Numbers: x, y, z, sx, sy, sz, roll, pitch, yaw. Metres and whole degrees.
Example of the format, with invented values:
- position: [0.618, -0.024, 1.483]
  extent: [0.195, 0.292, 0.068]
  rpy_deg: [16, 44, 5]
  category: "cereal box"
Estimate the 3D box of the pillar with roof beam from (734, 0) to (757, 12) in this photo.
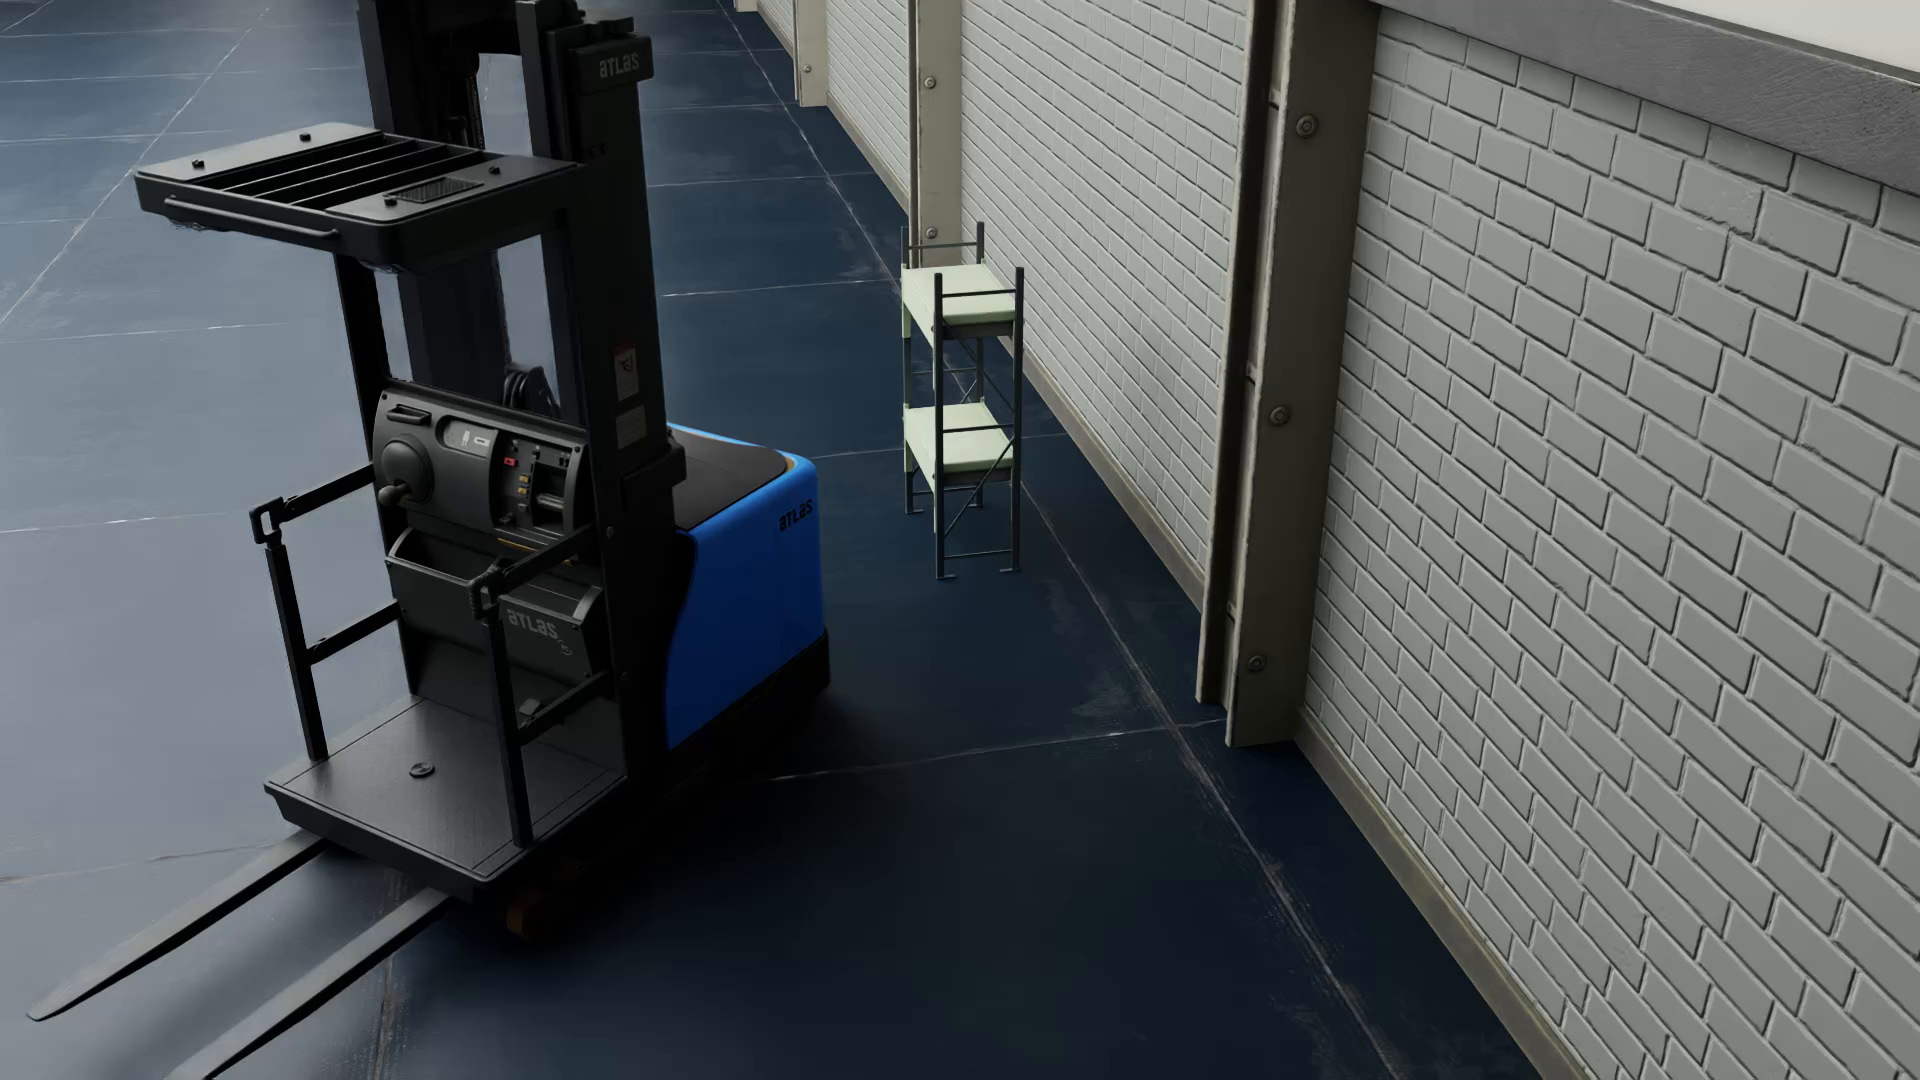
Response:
- position: [-7.073, -10.758, 19.577]
  extent: [9.100, 9.000, 0.400]
  rpy_deg: [-6, 27, -12]
  category: "pillar with roof beam"

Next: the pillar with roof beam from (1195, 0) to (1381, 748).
- position: [-3.017, -2.856, 3.921]
  extent: [9.100, 9.000, 0.400]
  rpy_deg: [-6, 27, -12]
  category: "pillar with roof beam"

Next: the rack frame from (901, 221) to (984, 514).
- position: [-0.081, -0.827, 8.225]
  extent: [0.400, 1.500, 0.023]
  rpy_deg: [-6, 27, -12]
  category: "rack frame"

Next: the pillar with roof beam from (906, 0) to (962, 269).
- position: [-4.369, -5.490, 9.140]
  extent: [9.100, 9.000, 0.400]
  rpy_deg: [-6, 27, -12]
  category: "pillar with roof beam"

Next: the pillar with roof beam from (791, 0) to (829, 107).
- position: [-5.721, -8.124, 14.358]
  extent: [9.100, 9.000, 0.400]
  rpy_deg: [-6, 27, -12]
  category: "pillar with roof beam"

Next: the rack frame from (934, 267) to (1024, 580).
- position: [0.084, -0.506, 7.588]
  extent: [0.400, 1.500, 0.023]
  rpy_deg: [-6, 27, -12]
  category: "rack frame"

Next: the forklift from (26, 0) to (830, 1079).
- position: [-1.726, -0.206, 5.405]
  extent: [1.130, 2.935, 3.031]
  rpy_deg: [15, 30, 27]
  category: "forklift"

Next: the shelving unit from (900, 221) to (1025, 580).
- position: [0.002, -0.667, 7.906]
  extent: [0.431, 1.500, 0.755]
  rpy_deg: [-6, 27, -12]
  category: "shelving unit"

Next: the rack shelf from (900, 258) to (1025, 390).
- position: [0.002, -1.015, 7.730]
  extent: [0.431, 0.370, 0.720]
  rpy_deg: [-6, 27, -12]
  category: "rack shelf"

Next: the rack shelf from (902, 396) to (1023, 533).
- position: [0.002, -0.376, 8.053]
  extent: [0.431, 0.370, 0.720]
  rpy_deg: [-6, 27, -12]
  category: "rack shelf"
